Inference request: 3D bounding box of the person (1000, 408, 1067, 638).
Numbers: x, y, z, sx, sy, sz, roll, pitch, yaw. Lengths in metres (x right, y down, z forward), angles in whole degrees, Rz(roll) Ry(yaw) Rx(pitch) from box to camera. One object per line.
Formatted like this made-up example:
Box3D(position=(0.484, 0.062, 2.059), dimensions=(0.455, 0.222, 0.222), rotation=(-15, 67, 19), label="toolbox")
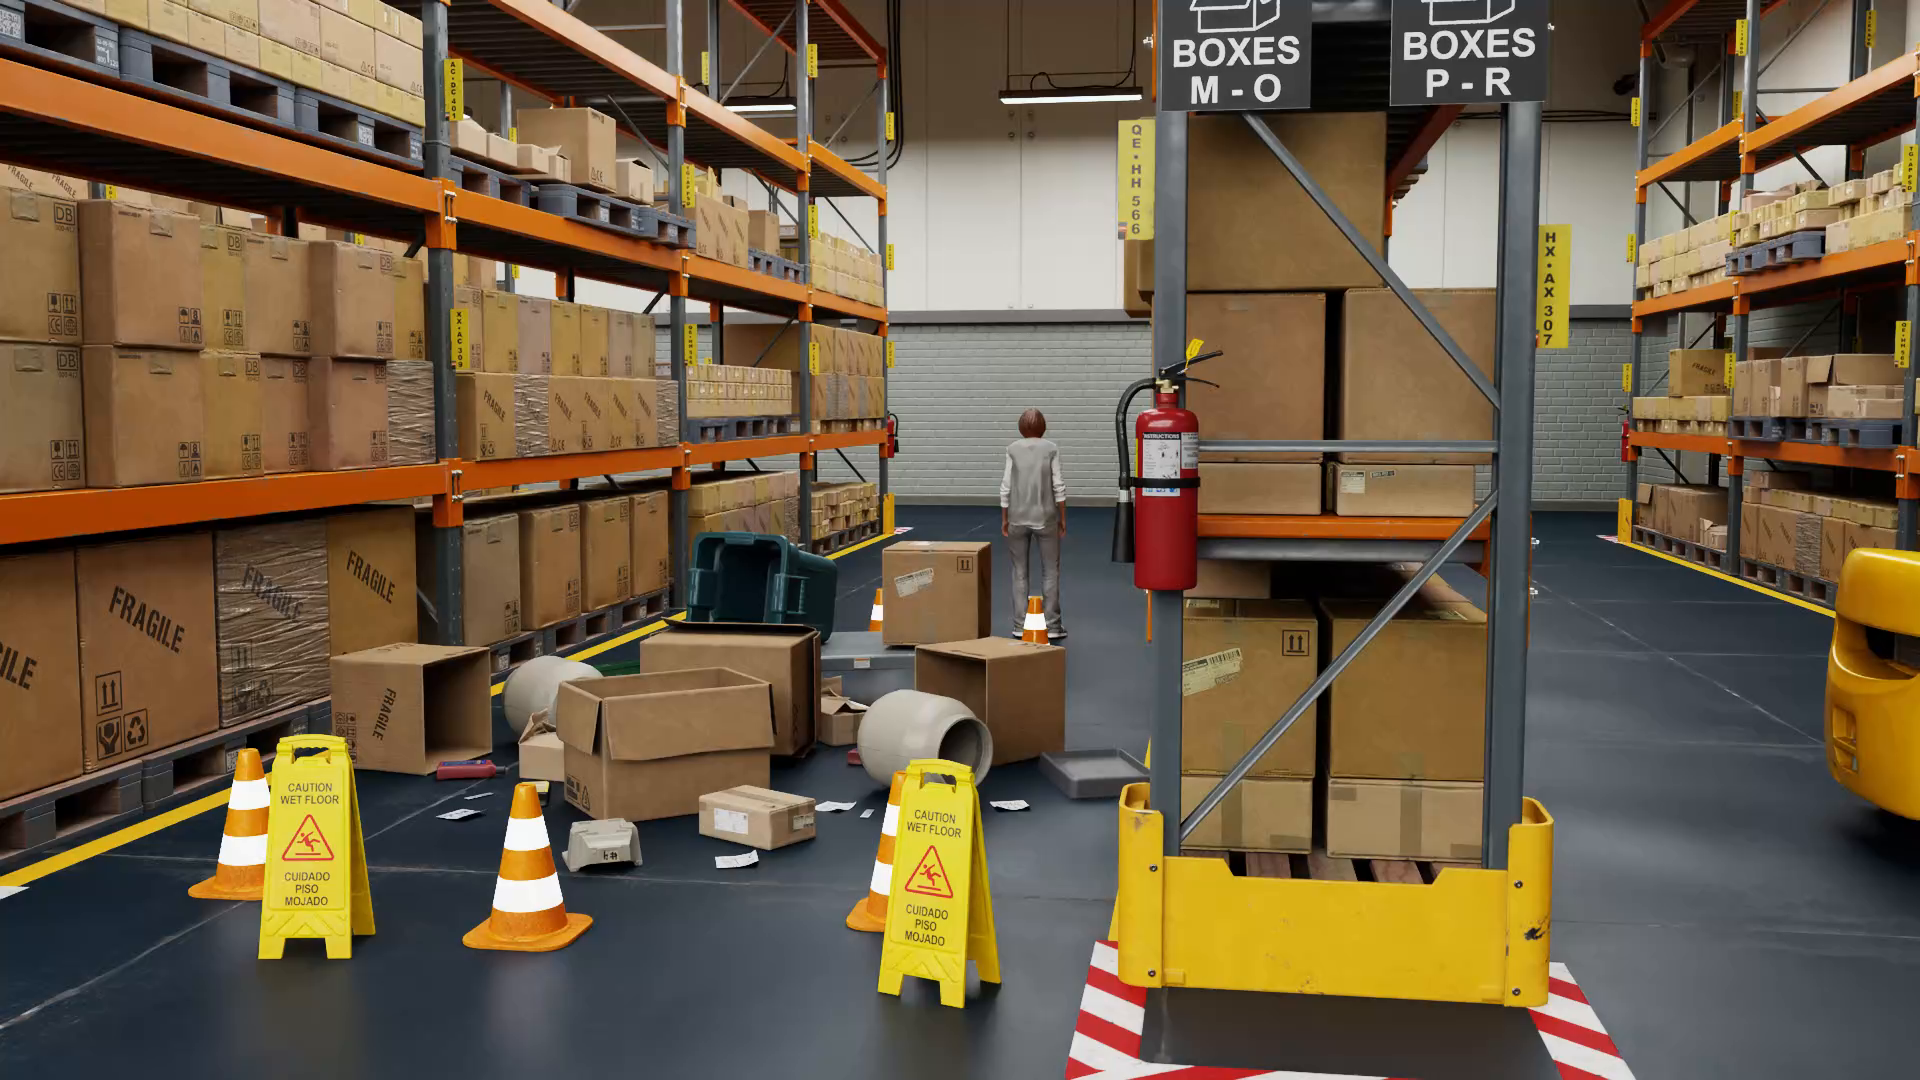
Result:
Box3D(position=(0.509, -0.115, 11.528), dimensions=(0.461, 1.593, 0.365), rotation=(1, 5, 9), label="person")
